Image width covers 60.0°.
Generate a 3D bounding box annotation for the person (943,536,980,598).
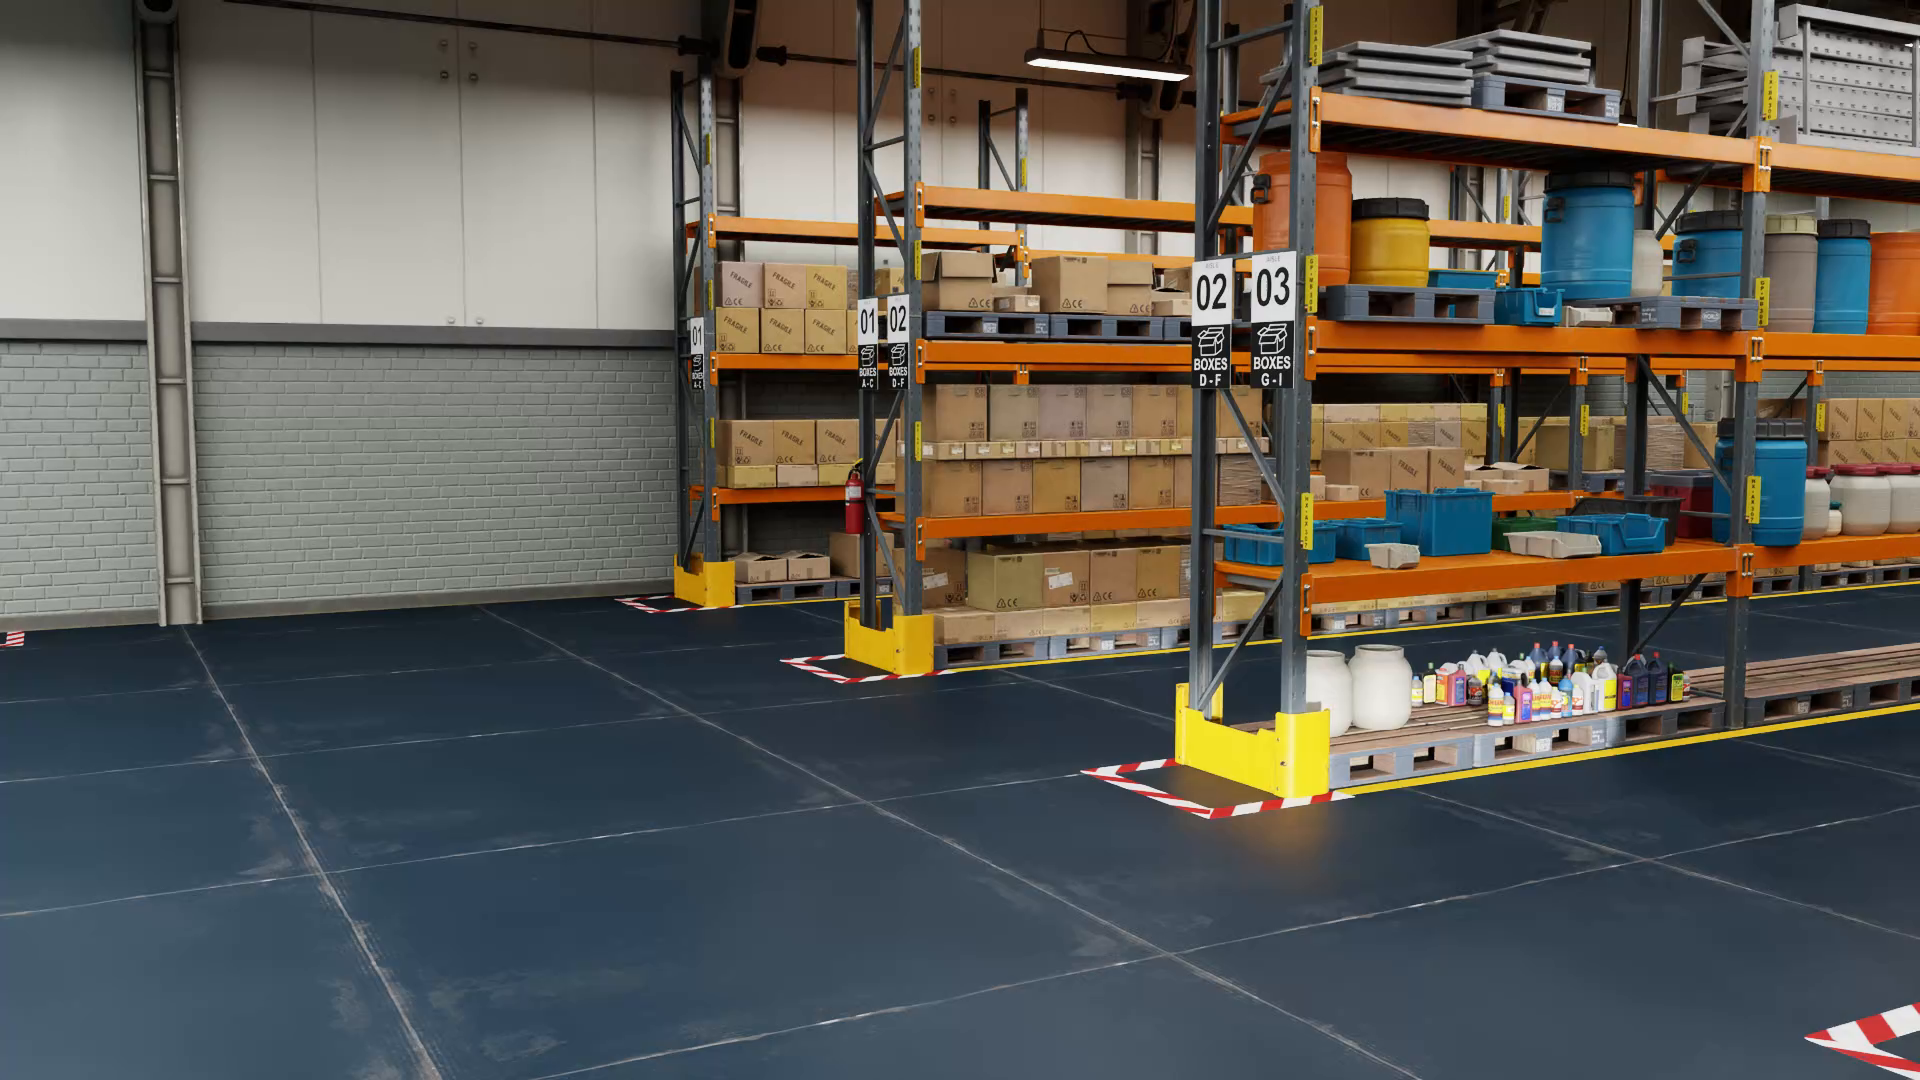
[{"bbox_3d":[0.018,0.010,17.211,0.506,1.683,0.356,-2,6,-24],"label":"person"}]
